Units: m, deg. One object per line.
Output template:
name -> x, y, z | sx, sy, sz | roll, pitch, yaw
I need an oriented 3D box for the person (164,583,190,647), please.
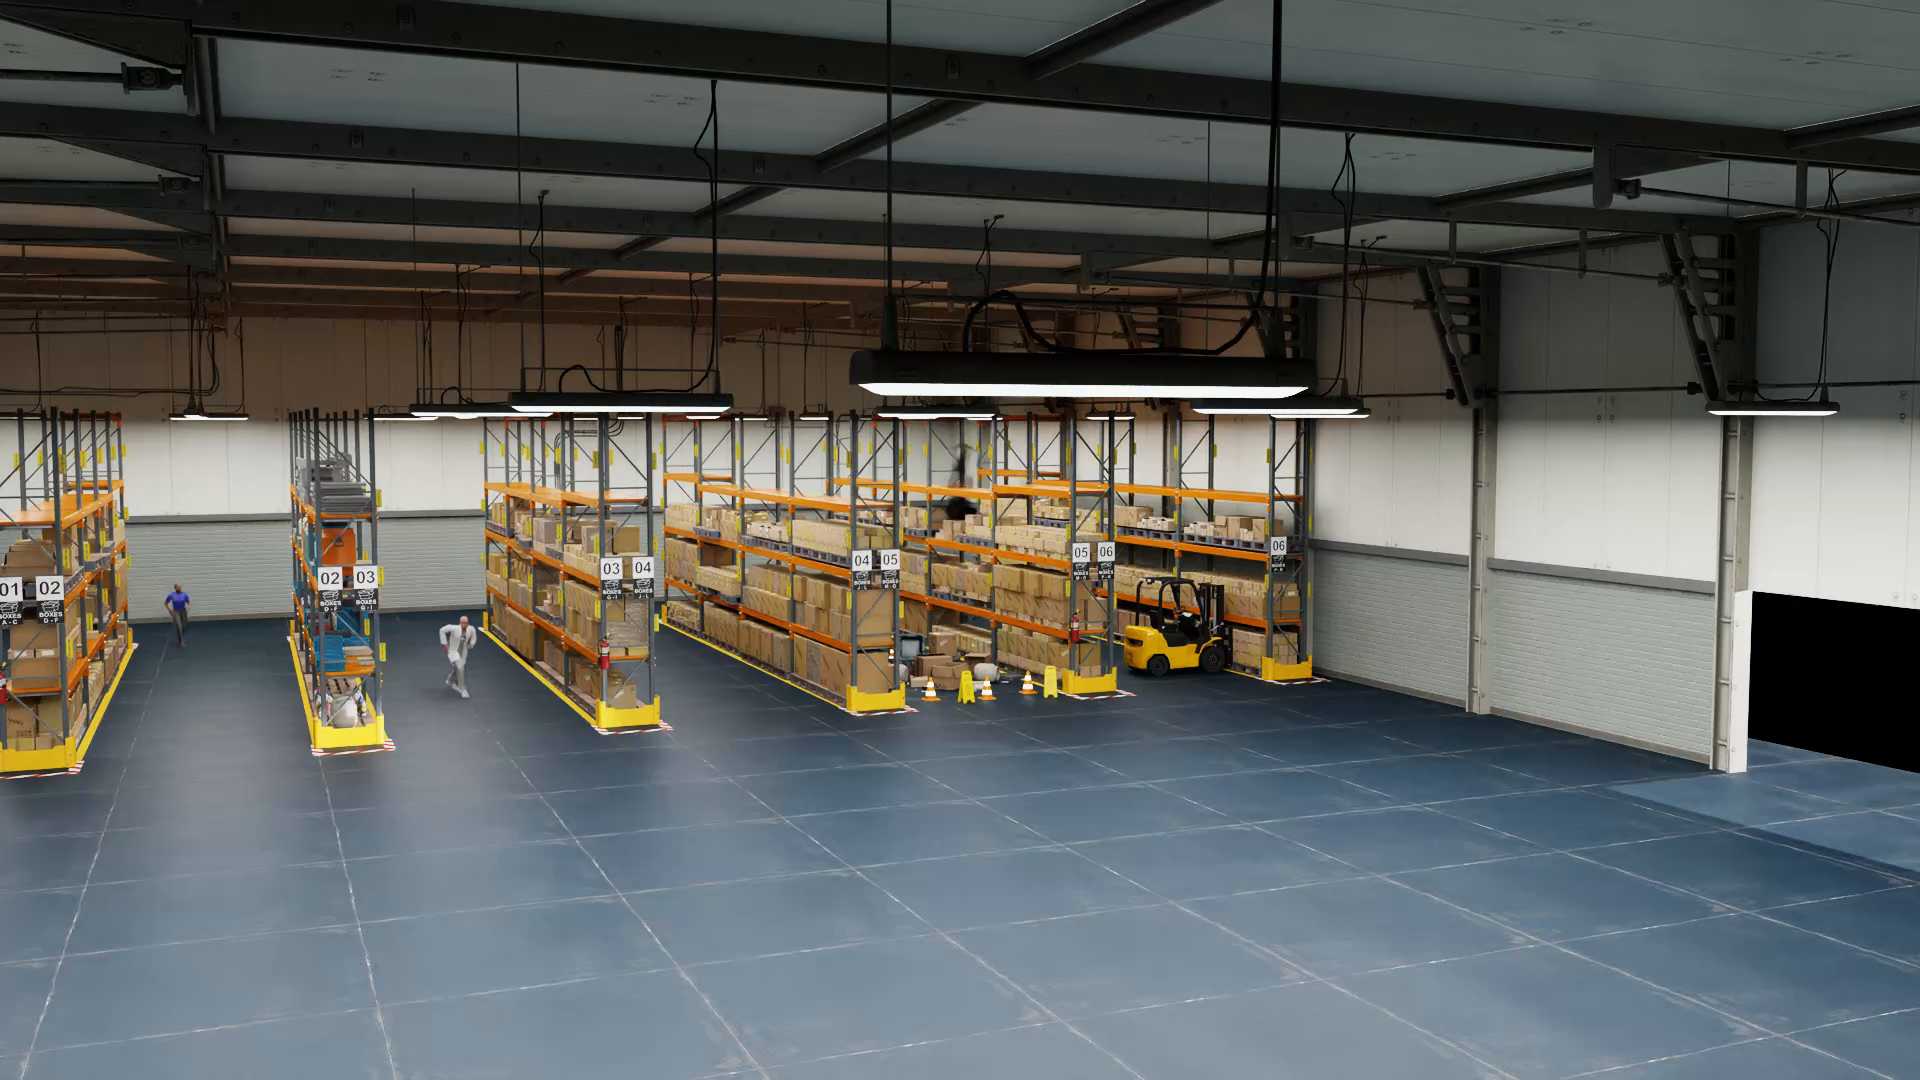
person -> -20.132, 1.920, 42.807 | 0.614, 1.643, 0.719 | -3, 5, -40

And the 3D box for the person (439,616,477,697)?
person -> -10.623, 2.449, 35.098 | 0.752, 1.744, 1.018 | -3, 5, -39

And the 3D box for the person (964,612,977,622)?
person -> 0.287, 1.522, 47.729 | 0.683, 1.739, 0.853 | -3, 5, -41
